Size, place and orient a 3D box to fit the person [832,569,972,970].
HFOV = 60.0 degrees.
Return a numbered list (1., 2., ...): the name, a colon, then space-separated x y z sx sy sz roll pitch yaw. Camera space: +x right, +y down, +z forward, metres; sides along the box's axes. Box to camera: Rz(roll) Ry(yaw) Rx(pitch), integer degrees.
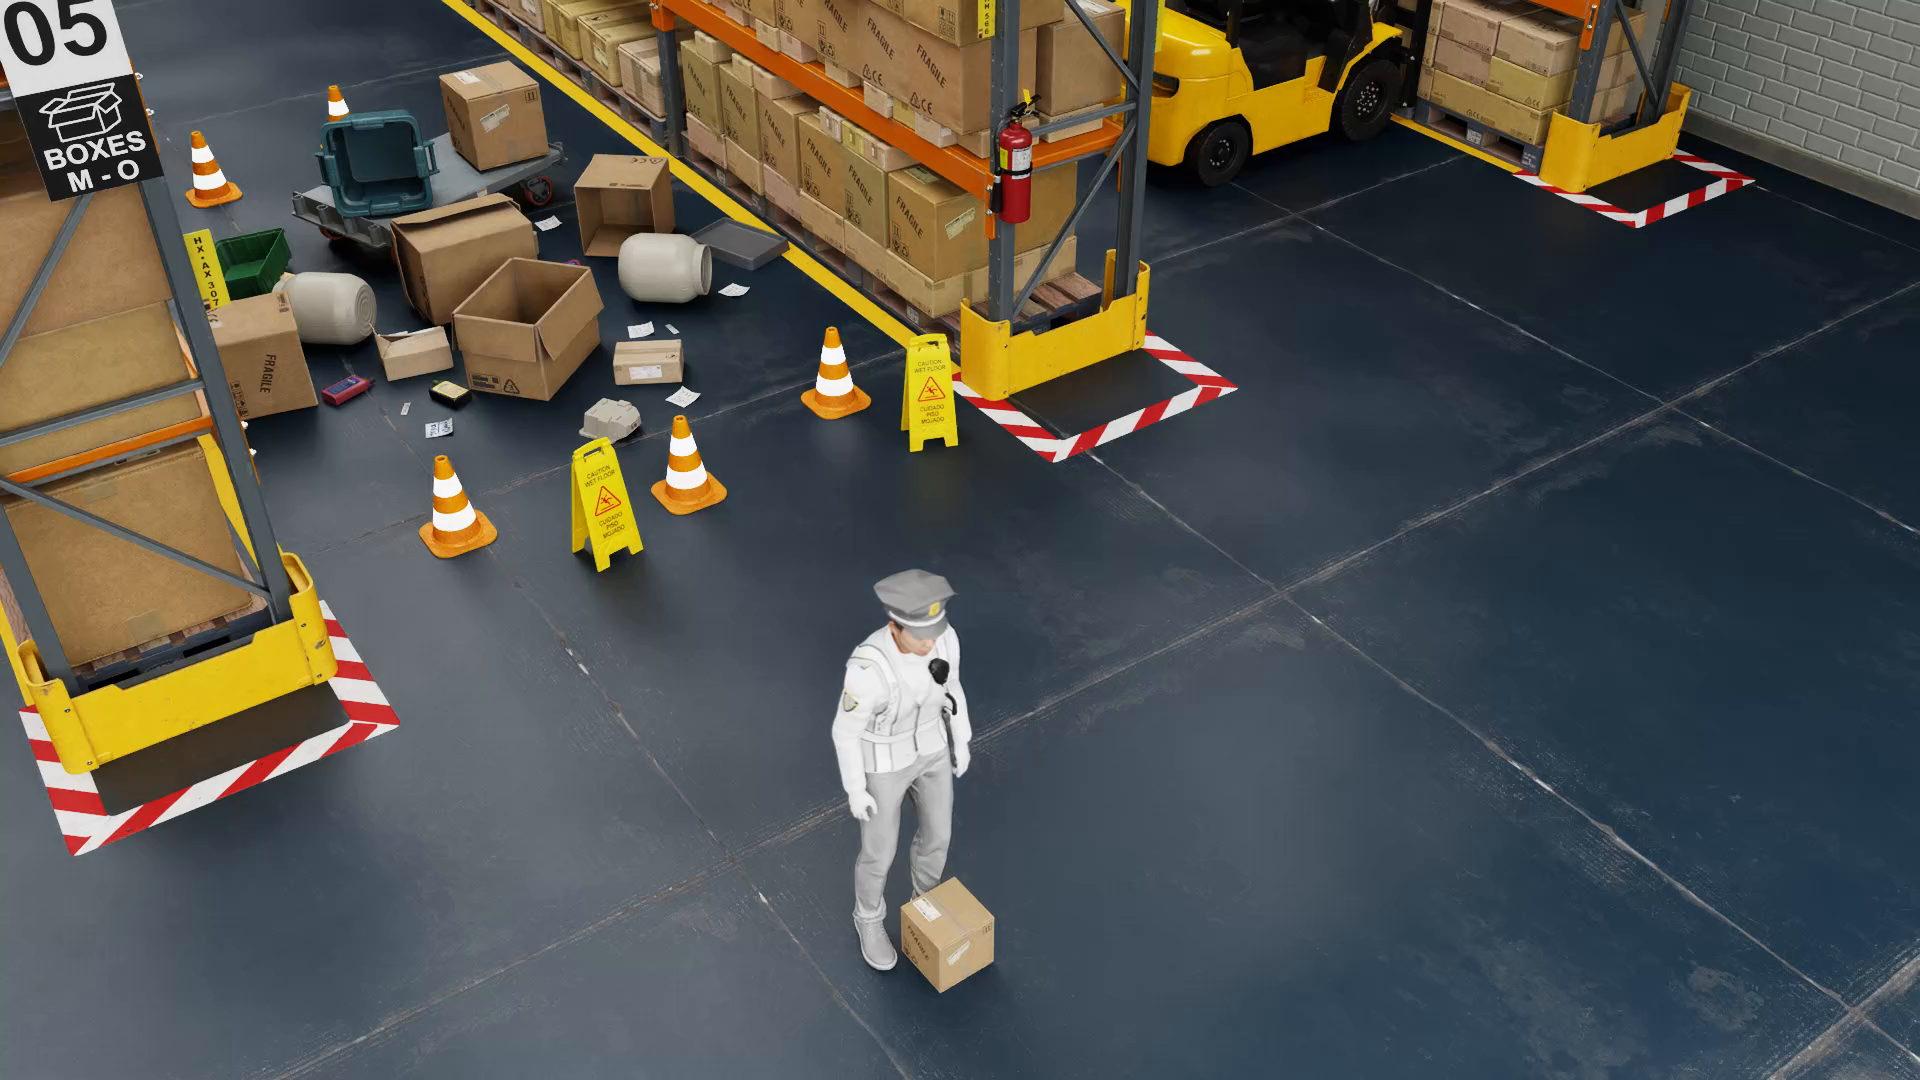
1. person: -0.184 0.799 5.920 0.529 1.663 0.403 -22 42 -27
